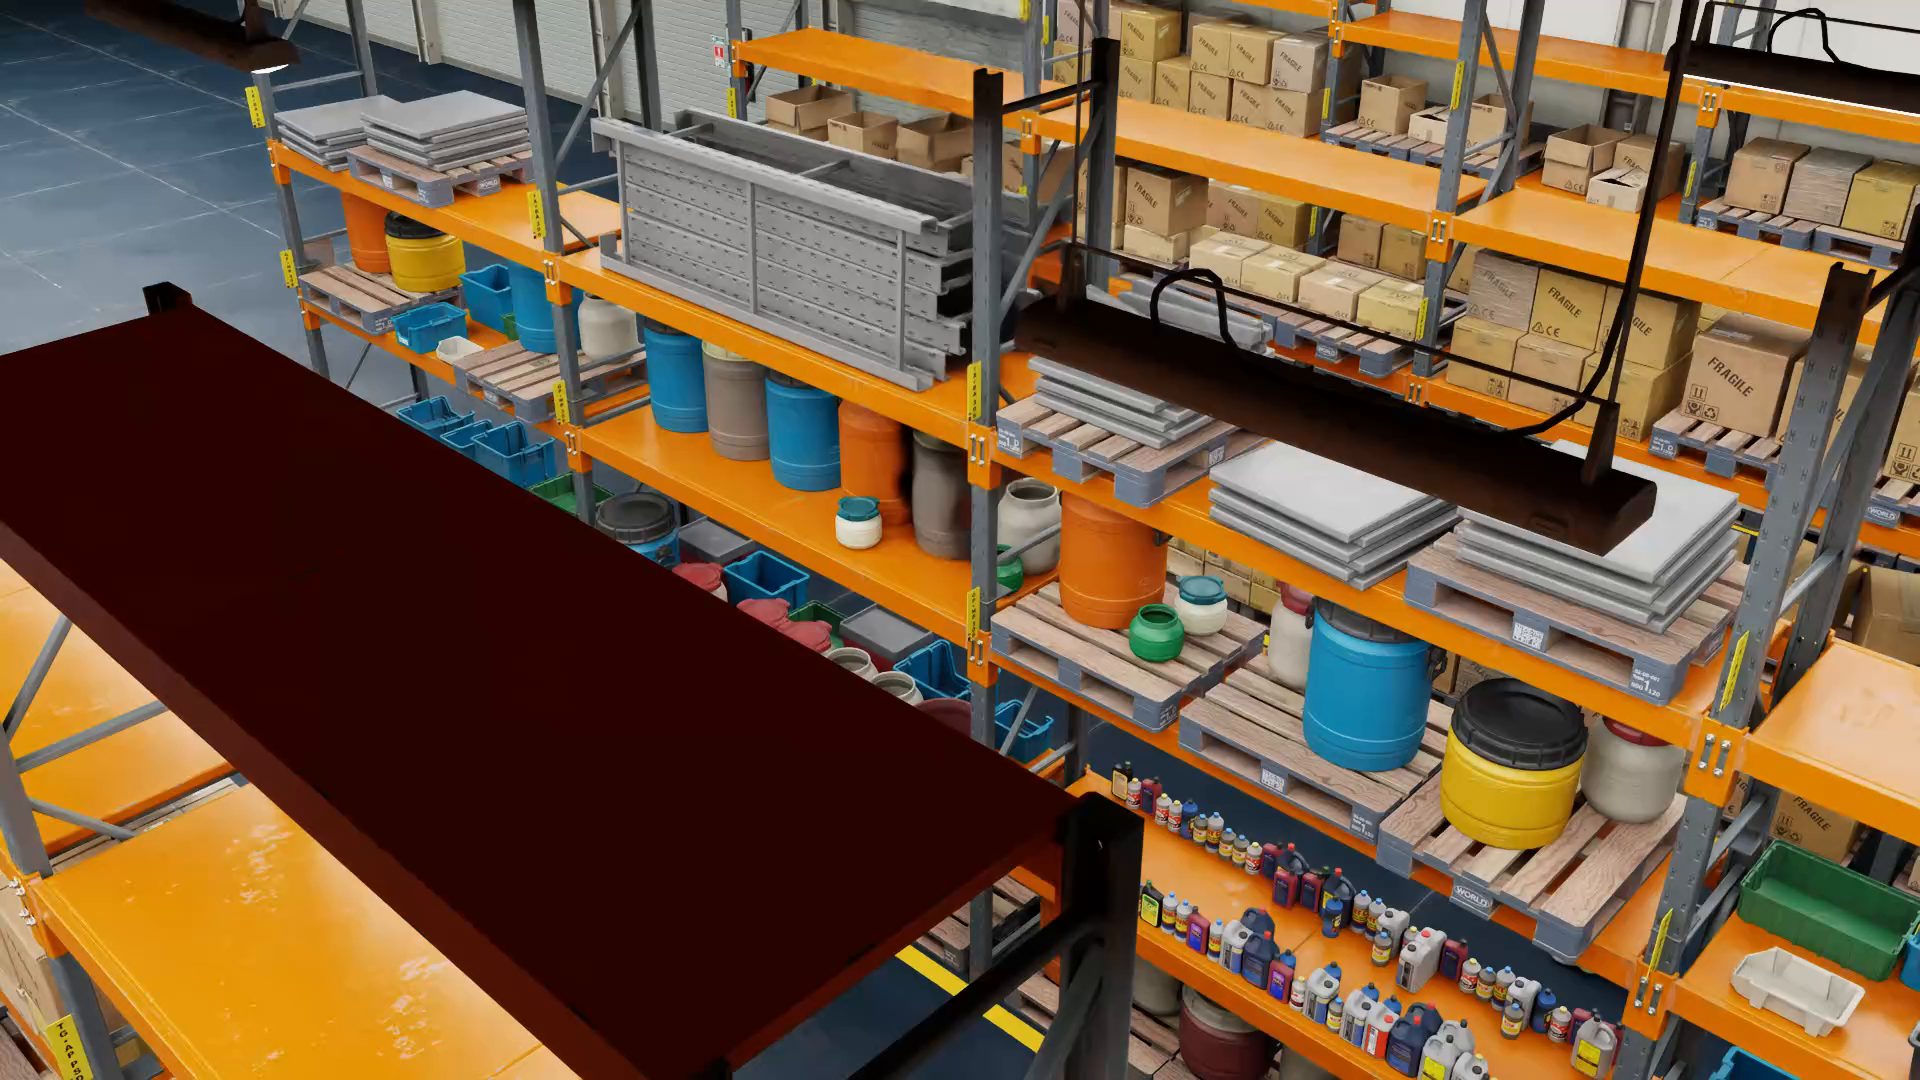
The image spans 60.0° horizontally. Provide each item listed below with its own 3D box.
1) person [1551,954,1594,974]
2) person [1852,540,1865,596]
[{"bbox_3d":[4.178,2.133,10.769,0.504,1.603,0.548,22,36,33],"label":"person"},{"bbox_3d":[6.827,0.699,13.246,0.635,1.735,0.708,19,35,30],"label":"person"}]
